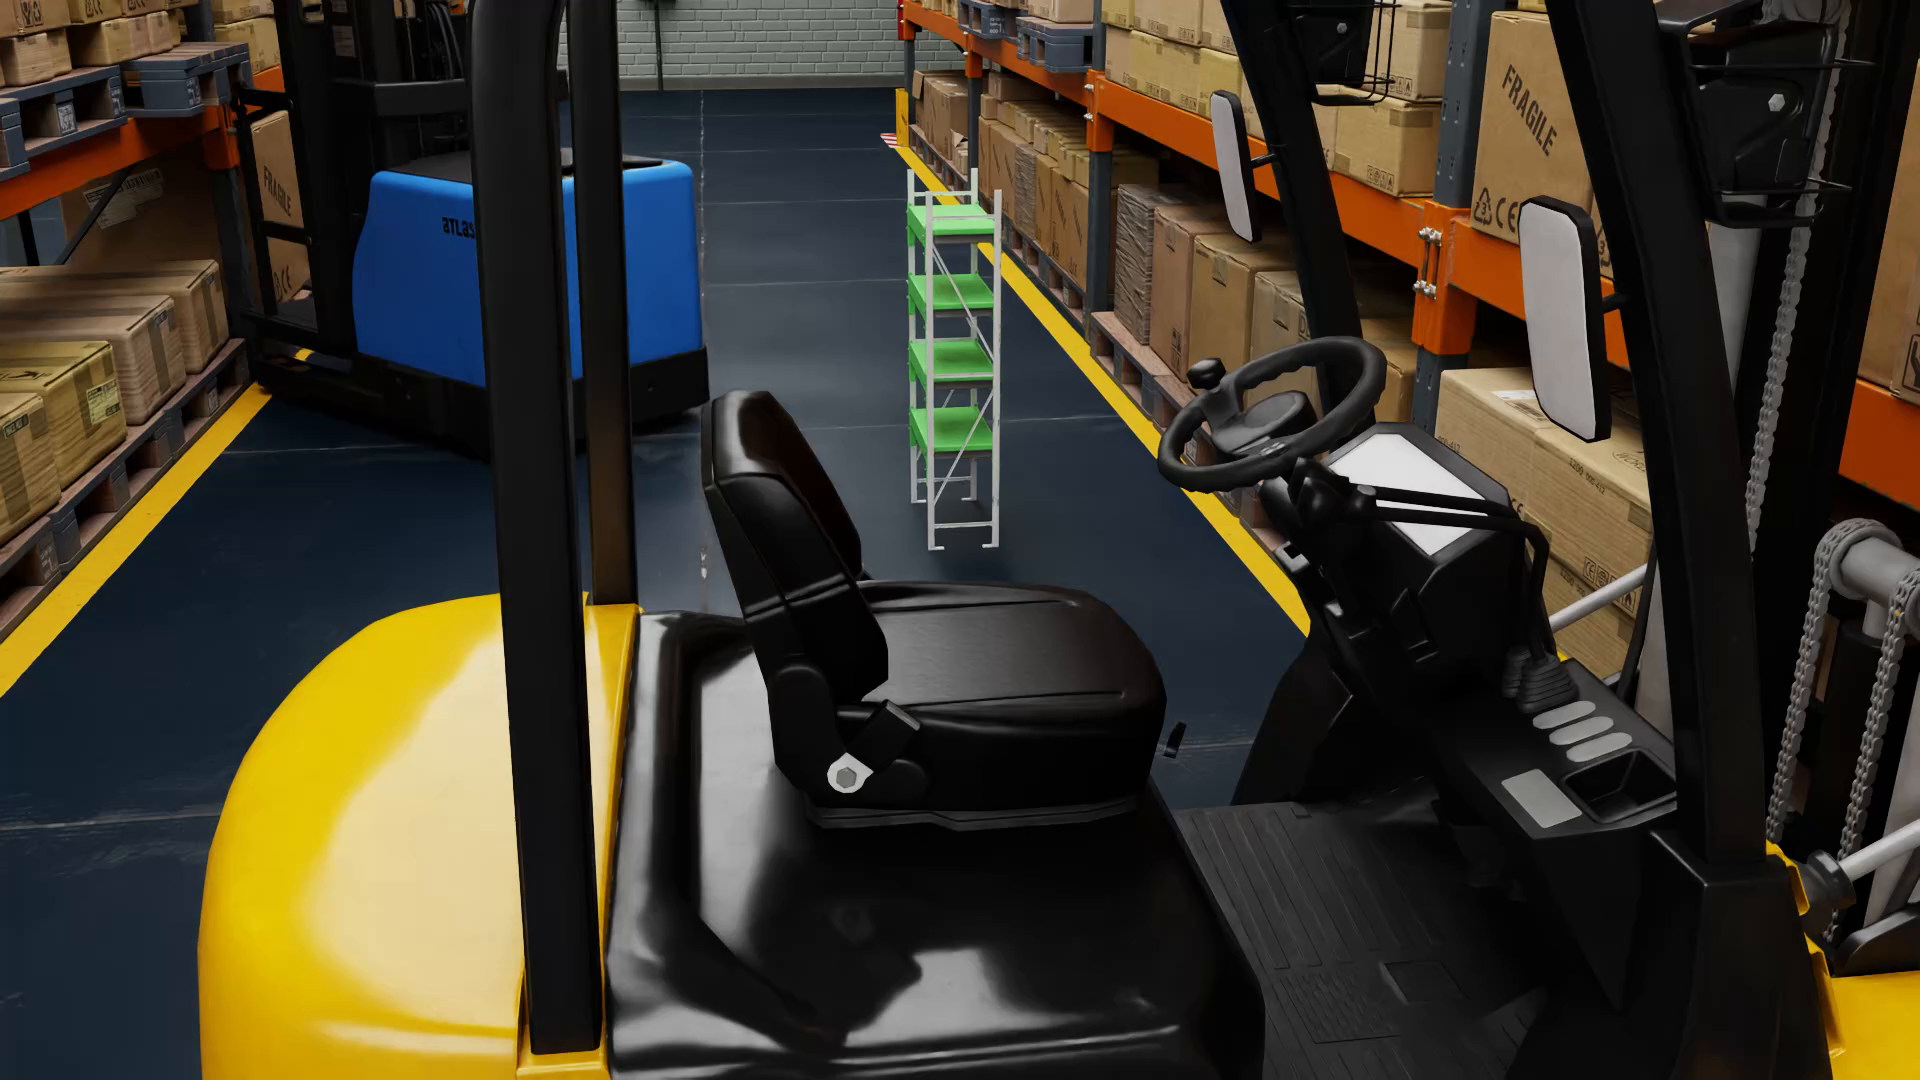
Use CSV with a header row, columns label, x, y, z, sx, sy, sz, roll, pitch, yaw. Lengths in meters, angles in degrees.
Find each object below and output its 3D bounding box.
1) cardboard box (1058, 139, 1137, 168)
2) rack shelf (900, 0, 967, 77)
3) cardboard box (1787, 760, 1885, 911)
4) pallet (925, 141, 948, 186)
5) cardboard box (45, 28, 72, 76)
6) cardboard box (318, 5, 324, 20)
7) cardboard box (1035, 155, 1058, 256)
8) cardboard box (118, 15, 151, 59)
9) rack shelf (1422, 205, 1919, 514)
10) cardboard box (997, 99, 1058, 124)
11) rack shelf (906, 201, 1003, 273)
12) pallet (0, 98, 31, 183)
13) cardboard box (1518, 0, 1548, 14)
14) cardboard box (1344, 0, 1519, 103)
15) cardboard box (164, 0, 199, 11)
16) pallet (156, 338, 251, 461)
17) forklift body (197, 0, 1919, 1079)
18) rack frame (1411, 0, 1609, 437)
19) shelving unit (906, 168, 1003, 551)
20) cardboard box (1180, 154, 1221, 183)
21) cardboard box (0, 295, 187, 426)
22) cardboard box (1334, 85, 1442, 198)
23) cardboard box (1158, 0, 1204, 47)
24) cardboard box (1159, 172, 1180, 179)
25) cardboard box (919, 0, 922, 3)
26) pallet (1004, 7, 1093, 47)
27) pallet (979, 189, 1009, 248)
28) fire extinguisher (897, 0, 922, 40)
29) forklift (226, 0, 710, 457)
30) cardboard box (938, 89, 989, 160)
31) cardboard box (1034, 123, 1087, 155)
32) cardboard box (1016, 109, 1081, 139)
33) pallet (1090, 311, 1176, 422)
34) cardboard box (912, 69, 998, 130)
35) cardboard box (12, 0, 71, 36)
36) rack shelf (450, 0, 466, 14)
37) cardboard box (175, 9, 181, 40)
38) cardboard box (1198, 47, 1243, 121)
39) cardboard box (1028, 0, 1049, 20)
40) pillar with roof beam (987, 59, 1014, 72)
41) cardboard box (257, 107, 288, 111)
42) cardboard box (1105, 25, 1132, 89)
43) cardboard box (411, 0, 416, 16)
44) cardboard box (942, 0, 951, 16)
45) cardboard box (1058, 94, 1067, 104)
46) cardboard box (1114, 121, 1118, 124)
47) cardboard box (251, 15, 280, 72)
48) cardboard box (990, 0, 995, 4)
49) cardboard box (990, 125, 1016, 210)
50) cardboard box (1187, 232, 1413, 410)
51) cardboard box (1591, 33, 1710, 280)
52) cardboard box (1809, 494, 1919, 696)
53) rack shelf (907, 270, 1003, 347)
label,x,y,z,sx,sy,sz,roll,pitch,yaw
cardboard box,0.748,-2.095,9.085,0.380,0.149,0.250,-4,21,-10
rack shelf,0.269,-4.162,13.600,1.077,0.370,4.000,-3,21,-8
cardboard box,1.682,0.528,2.631,0.500,0.250,0.500,-3,21,-8
pallet,0.280,-3.161,13.878,1.003,0.211,1.213,-3,21,-8
cardboard box,-3.196,-1.615,5.511,0.380,0.149,0.250,-4,21,-9
cardboard box,-3.914,-2.990,9.648,0.500,0.250,0.500,-3,21,-9
cardboard box,0.720,-1.937,9.589,0.500,0.500,0.500,-2,21,-5
cardboard box,-3.278,-1.885,6.236,0.380,0.149,0.250,-4,21,-10
rack shelf,1.999,-0.007,2.475,1.077,0.370,4.000,-3,21,-8
cardboard box,0.462,-2.906,11.255,0.380,0.149,0.250,-3,21,-9
rack shelf,-0.024,-1.009,5.514,0.258,0.148,0.480,-3,21,-8
pallet,-3.167,-0.967,4.292,1.003,0.211,1.213,-3,21,-8
cardboard box,1.496,-1.263,3.742,0.380,0.149,0.250,-3,21,-9
cardboard box,1.387,-1.357,4.563,0.500,0.250,0.500,-3,21,-9
cardboard box,-3.437,-2.409,6.711,0.500,0.500,0.500,-4,21,-9
pallet,-3.666,-0.593,7.001,1.003,0.211,1.213,-3,21,-8
forklift body,0.208,0.182,2.156,2.313,2.155,1.214,-3,21,-8
rack frame,1.710,-1.036,4.204,1.000,3.000,0.127,-3,21,-8
shelving unit,-0.024,-0.619,5.660,0.258,1.200,0.503,-3,21,-8
cardboard box,1.367,-1.947,8.688,0.380,0.149,0.250,-2,21,-5
cardboard box,-3.592,-0.684,6.416,0.950,0.372,0.625,-3,21,-9
cardboard box,1.379,-1.127,4.662,0.500,0.250,0.500,-2,21,-7
cardboard box,1.085,-2.064,6.454,0.500,0.250,0.500,-3,21,-9
cardboard box,1.299,-1.778,9.162,0.500,0.500,0.500,-3,21,-8
cardboard box,-0.161,-4.860,14.800,0.380,0.149,0.250,-2,21,-6
pallet,0.849,-3.004,9.747,1.003,0.211,1.213,-3,21,-8
pallet,0.712,-2.220,11.359,1.003,0.211,1.213,-3,21,-8
fire extinguisher,-0.498,-5.008,15.480,0.296,0.674,0.183,-3,21,-8
forklift,-2.523,-2.103,7.158,3.031,2.935,1.130,16,26,37
cardboard box,0.209,-3.343,13.352,0.700,0.500,0.500,-4,21,-10
cardboard box,0.648,-2.370,9.819,0.380,0.149,0.250,-4,21,-10
cardboard box,0.562,-2.635,10.530,0.380,0.149,0.250,-3,21,-8
pallet,1.214,-0.828,7.631,1.003,0.211,1.213,-3,21,-8
cardboard box,-0.025,-4.002,15.111,0.797,0.503,0.637,-4,21,-10
cardboard box,-3.200,-1.867,5.259,0.500,0.500,0.500,-4,21,-10
rack shelf,-4.643,-3.910,12.926,1.077,0.370,4.000,-3,21,-8
cardboard box,-3.498,-2.147,6.936,0.380,0.149,0.250,-2,21,-6
cardboard box,1.178,-1.653,6.069,0.500,0.250,0.500,-2,21,-6
cardboard box,0.661,-2.897,8.799,0.500,0.250,0.500,-4,21,-10
pillar with roof beam,-3.776,-8.763,16.318,9.100,9.000,0.400,-3,21,-8
cardboard box,-3.919,-1.923,9.015,0.875,0.875,0.875,-3,21,-7
cardboard box,0.956,-2.185,7.494,0.500,0.250,0.500,-3,21,-8
cardboard box,-4.297,-4.124,12.328,0.500,0.500,0.500,-3,21,-7
cardboard box,0.065,-4.143,12.881,0.380,0.149,0.250,-3,21,-9
cardboard box,0.895,-3.023,11.568,0.380,0.149,0.250,-4,21,-10
cardboard box,1.131,-2.488,10.135,0.380,0.149,0.250,-4,21,-10
cardboard box,-3.691,-2.458,8.225,0.500,0.250,0.500,-4,21,-9
cardboard box,0.378,-3.440,10.230,0.396,0.266,0.258,-2,21,-5
cardboard box,0.491,-2.469,11.012,0.500,0.500,0.500,-3,21,-8
cardboard box,1.409,-0.830,6.445,0.875,0.625,0.625,-4,21,-10
cardboard box,1.607,-0.737,3.259,0.500,0.500,0.500,-3,21,-7
cardboard box,1.616,0.119,3.010,0.500,0.250,0.500,-2,21,-6
rack shelf,-0.024,-0.784,5.598,0.258,0.148,0.480,-3,21,-8
